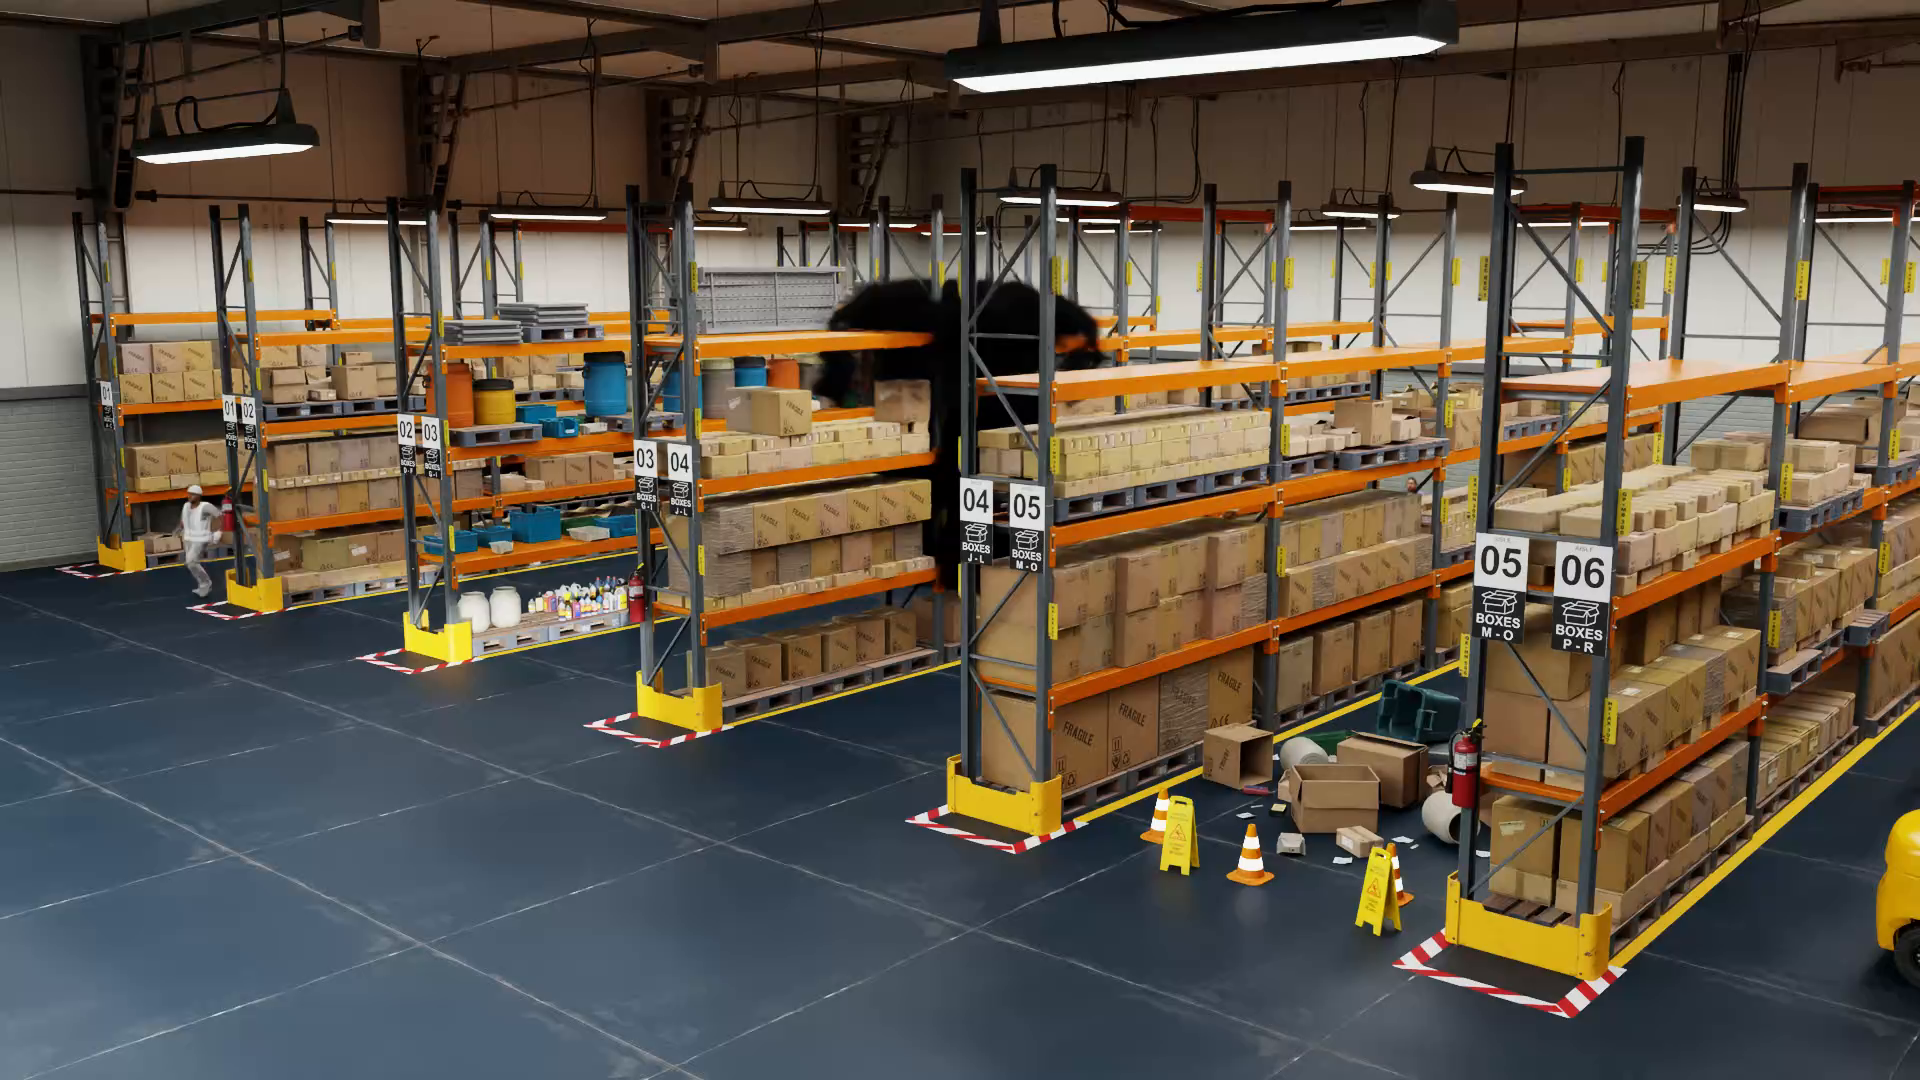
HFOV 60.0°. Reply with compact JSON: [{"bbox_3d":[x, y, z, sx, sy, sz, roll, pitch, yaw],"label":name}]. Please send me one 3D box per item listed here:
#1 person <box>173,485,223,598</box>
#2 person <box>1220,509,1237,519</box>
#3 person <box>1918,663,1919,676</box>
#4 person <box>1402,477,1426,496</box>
[{"bbox_3d":[-11.840,0.031,25.820,0.737,1.784,0.622,4,10,23],"label":"person"},{"bbox_3d":[3.721,0.348,22.415,0.687,1.822,0.900,8,12,40],"label":"person"},{"bbox_3d":[9.952,1.636,16.790,0.541,1.585,0.979,7,12,34],"label":"person"},{"bbox_3d":[7.459,-0.230,27.543,0.598,1.652,0.933,6,11,30],"label":"person"}]
